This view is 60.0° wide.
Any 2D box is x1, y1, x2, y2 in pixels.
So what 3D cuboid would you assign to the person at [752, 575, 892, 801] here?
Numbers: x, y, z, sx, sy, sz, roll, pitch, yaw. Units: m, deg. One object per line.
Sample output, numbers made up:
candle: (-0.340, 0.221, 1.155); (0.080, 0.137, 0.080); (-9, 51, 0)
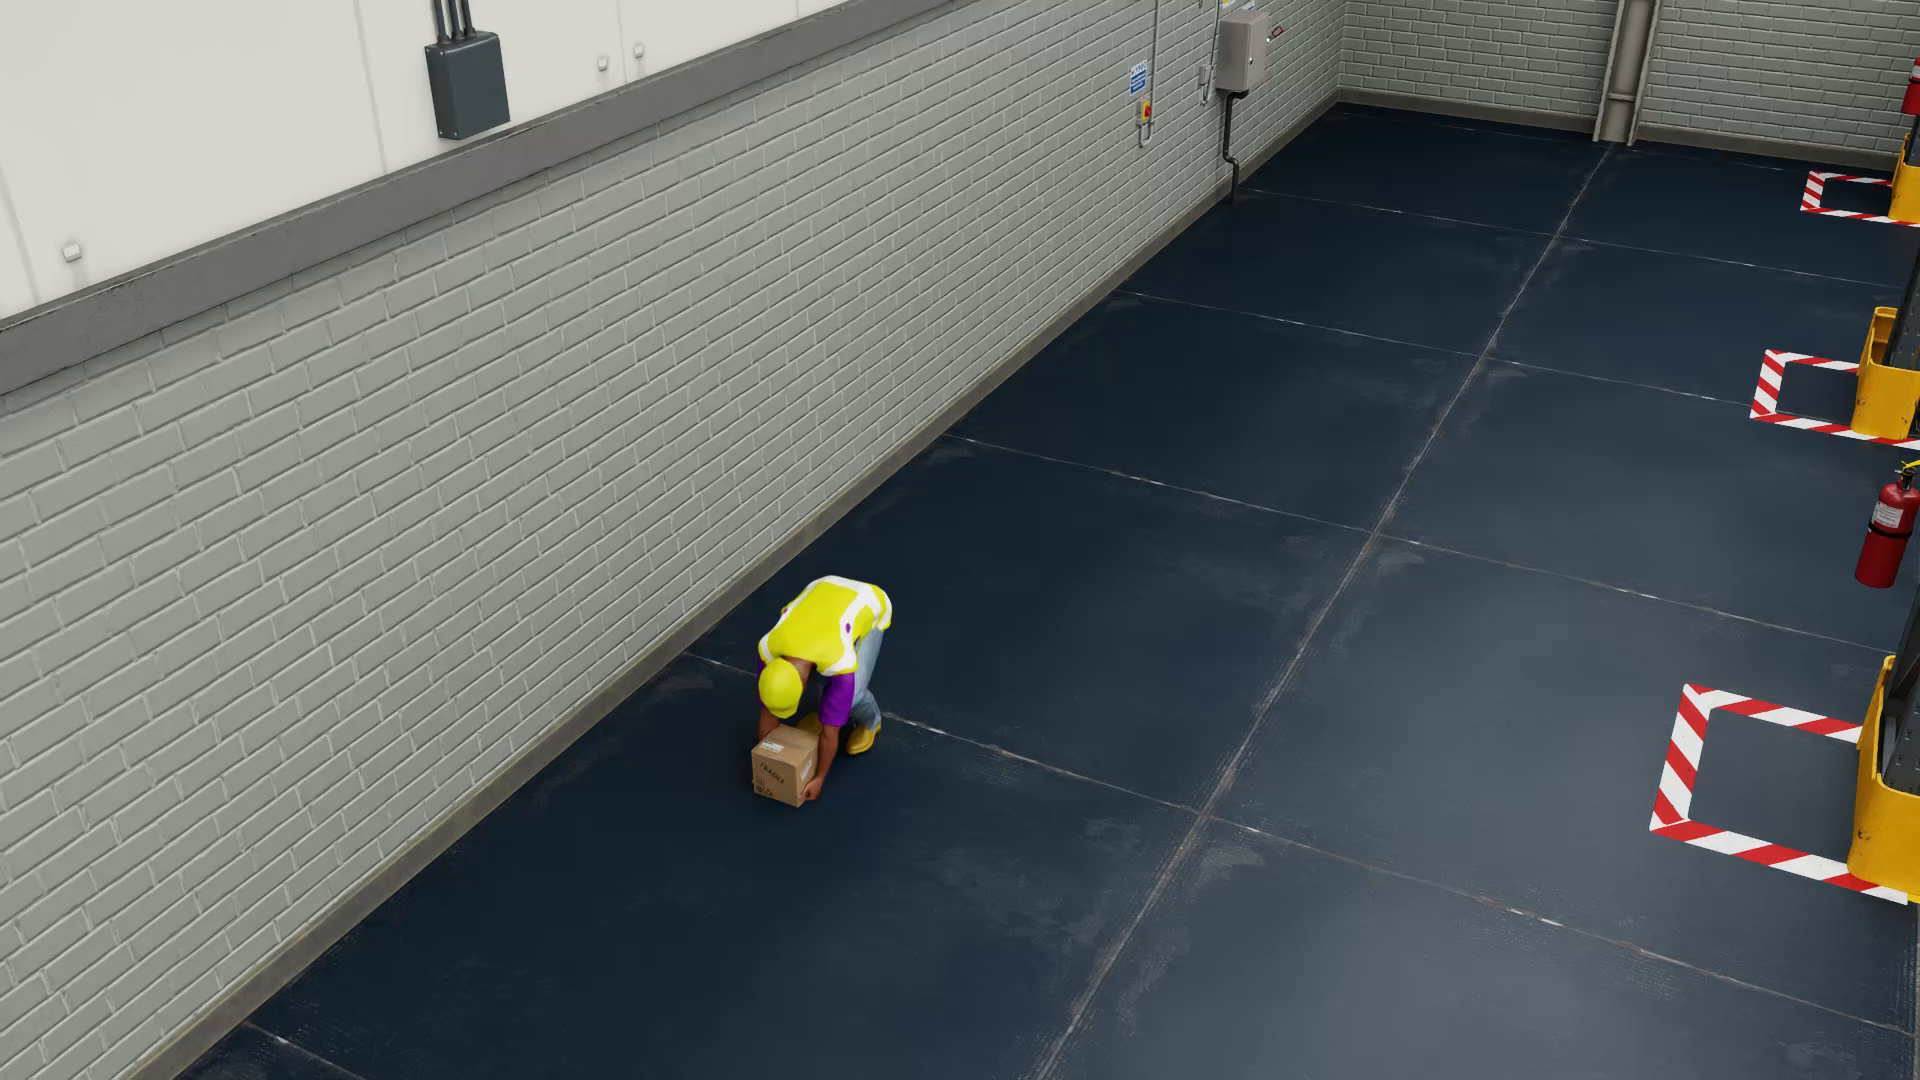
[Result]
person: (-0.667, 0.690, 8.010); (0.516, 0.863, 0.980); (13, 32, 22)
